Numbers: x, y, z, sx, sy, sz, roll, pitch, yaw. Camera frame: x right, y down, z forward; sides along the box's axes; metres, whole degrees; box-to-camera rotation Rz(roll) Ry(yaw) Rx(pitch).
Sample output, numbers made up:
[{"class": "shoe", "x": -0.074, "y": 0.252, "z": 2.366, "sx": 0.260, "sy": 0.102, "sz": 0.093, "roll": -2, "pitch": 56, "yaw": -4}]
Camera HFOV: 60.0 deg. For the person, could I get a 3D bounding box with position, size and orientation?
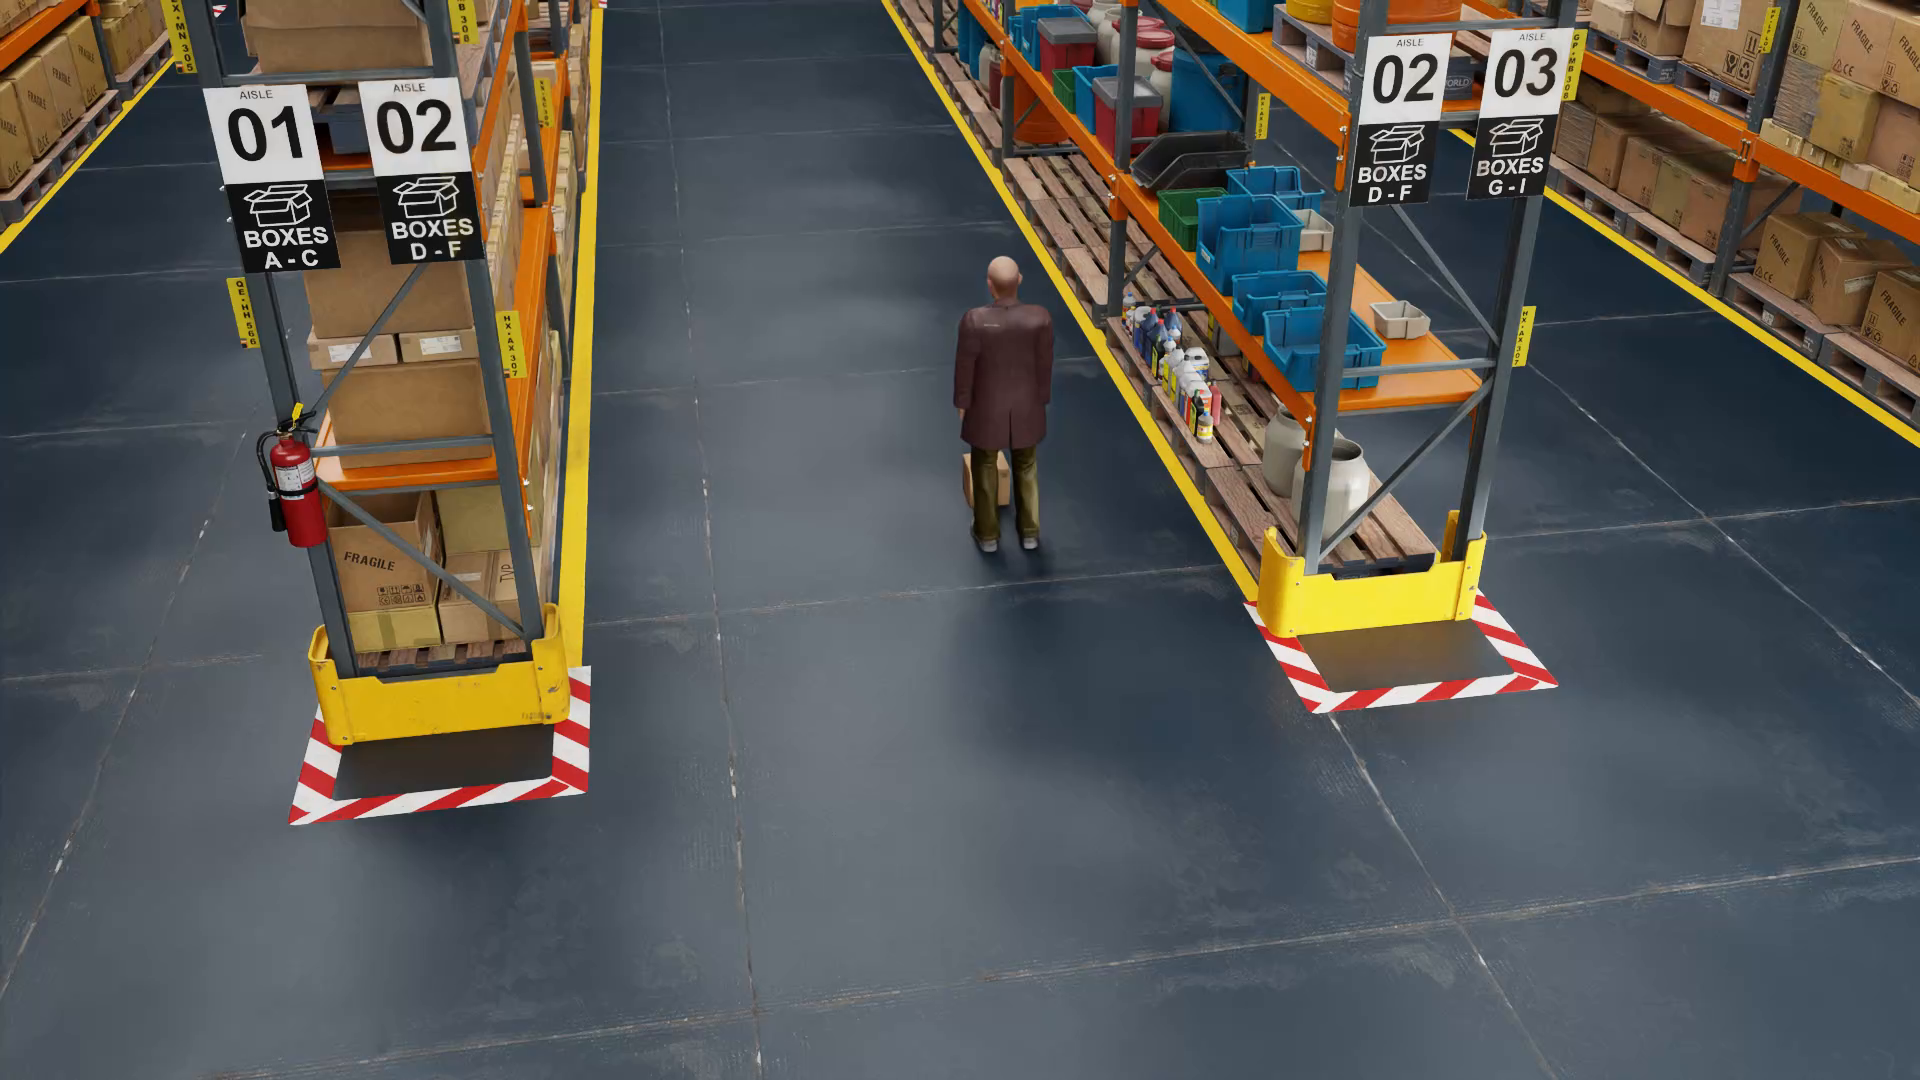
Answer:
[{"class": "person", "x": 0.237, "y": -0.777, "z": 9.497, "sx": 0.562, "sy": 1.778, "sz": 0.381, "roll": -5, "pitch": 31, "yaw": -8}]
